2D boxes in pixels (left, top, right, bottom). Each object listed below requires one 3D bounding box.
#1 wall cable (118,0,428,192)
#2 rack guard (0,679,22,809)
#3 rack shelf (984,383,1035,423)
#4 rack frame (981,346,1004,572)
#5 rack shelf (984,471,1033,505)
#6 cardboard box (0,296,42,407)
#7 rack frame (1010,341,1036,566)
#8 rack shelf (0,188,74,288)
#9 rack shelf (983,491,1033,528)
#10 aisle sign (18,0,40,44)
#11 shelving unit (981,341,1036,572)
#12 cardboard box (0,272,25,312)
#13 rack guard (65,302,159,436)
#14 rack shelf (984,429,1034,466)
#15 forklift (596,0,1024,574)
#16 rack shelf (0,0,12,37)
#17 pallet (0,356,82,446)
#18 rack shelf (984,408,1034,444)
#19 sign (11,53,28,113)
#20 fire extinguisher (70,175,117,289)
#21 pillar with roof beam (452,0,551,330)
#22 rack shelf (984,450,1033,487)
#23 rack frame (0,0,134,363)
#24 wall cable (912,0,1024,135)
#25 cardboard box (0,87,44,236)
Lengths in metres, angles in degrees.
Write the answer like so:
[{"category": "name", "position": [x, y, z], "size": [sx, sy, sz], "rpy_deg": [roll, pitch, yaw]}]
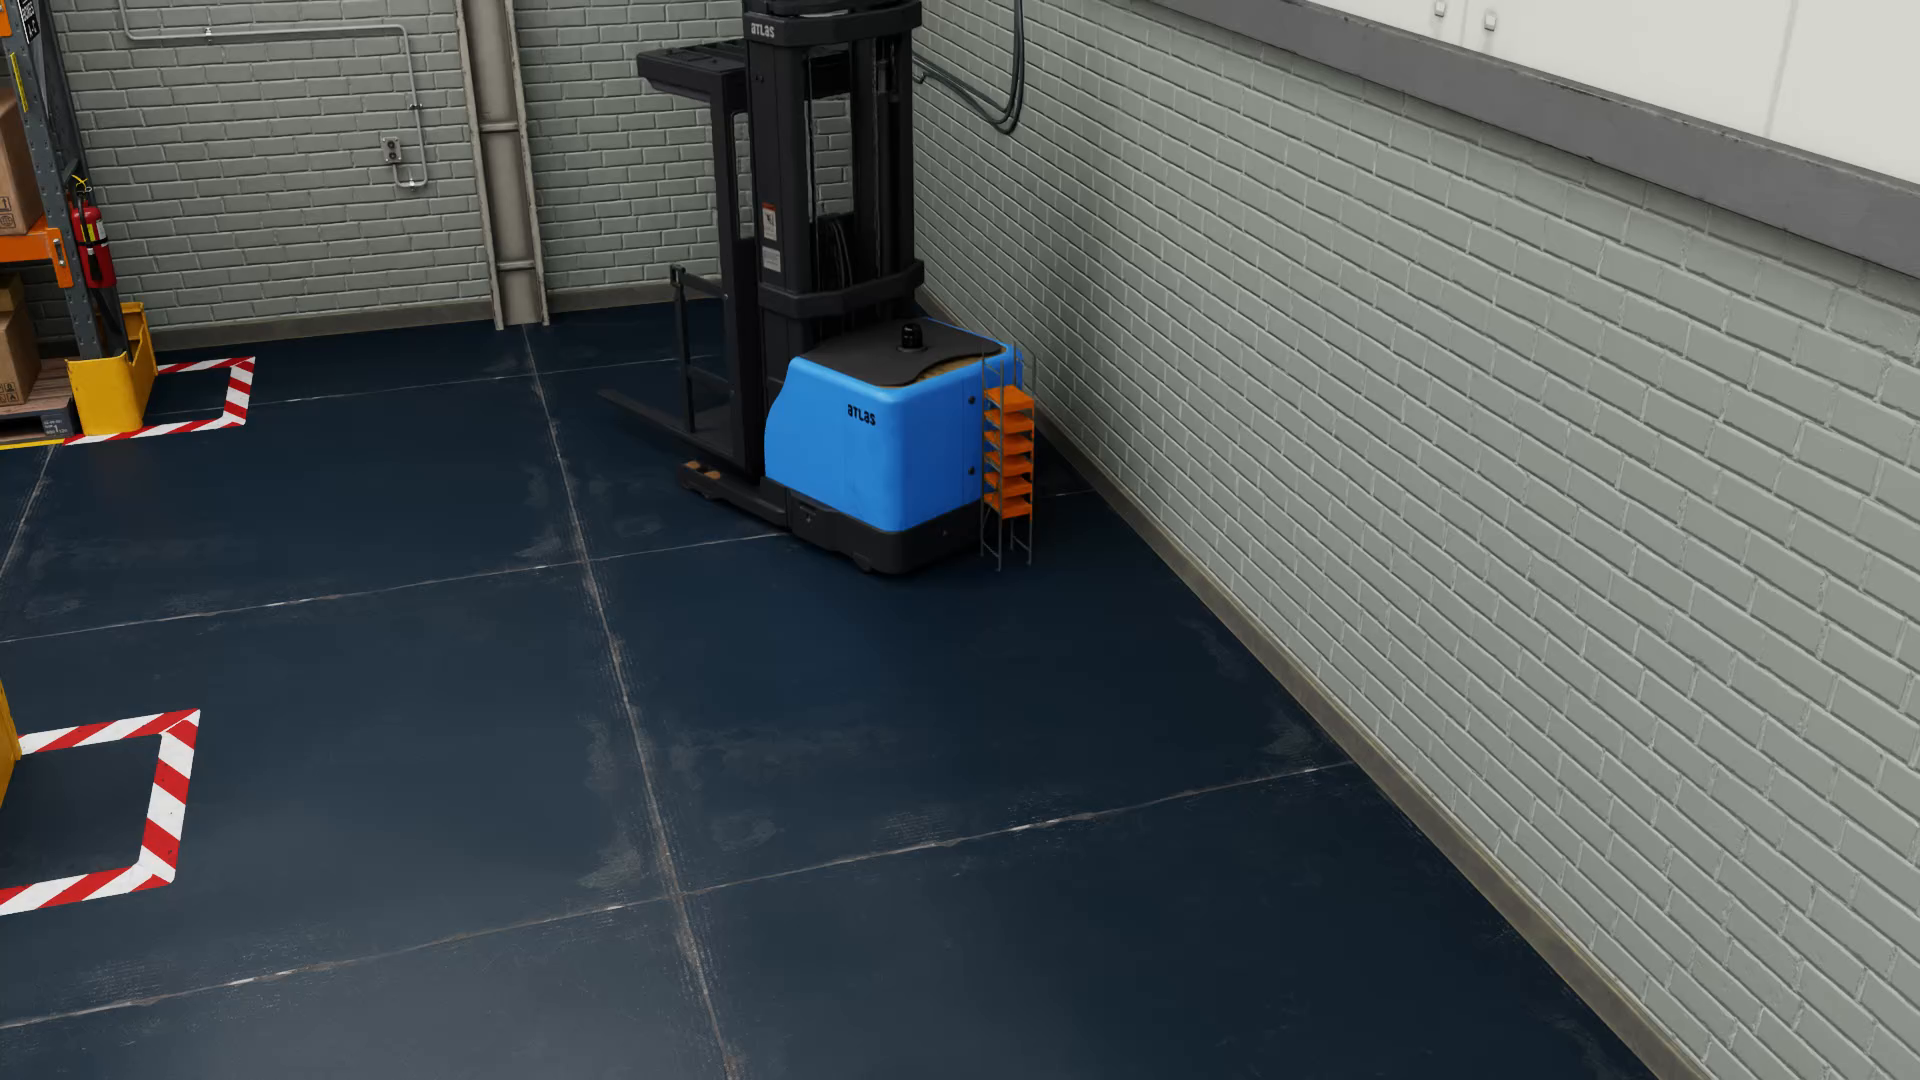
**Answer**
[{"category": "wall cable", "position": [-4.692, -3.295, 11.371], "size": [1.851, 1.984, 0.084], "rpy_deg": [-8, 28, -16]}, {"category": "rack guard", "position": [-4.151, 0.960, 6.753], "size": [0.348, 0.500, 1.175], "rpy_deg": [-8, 28, -16]}, {"category": "rack shelf", "position": [0.249, -0.712, 8.625], "size": [0.180, 0.103, 0.258], "rpy_deg": [-12, 29, -22]}, {"category": "rack frame", "position": [0.166, -0.412, 8.730], "size": [0.006, 1.200, 0.240], "rpy_deg": [-12, 29, -22]}, {"category": "rack shelf", "position": [0.249, -0.282, 8.839], "size": [0.180, 0.103, 0.258], "rpy_deg": [-12, 29, -22]}, {"category": "cardboard box", "position": [-6.251, -1.193, 10.619], "size": [0.500, 0.500, 0.700], "rpy_deg": [-8, 28, -16]}, {"category": "rack frame", "position": [0.332, -0.447, 8.800], "size": [0.006, 1.200, 0.240], "rpy_deg": [-12, 29, -22]}, {"category": "rack shelf", "position": [-7.518, -1.666, 10.041], "size": [4.000, 0.370, 1.077], "rpy_deg": [-8, 28, -16]}, {"category": "rack shelf", "position": [0.249, -0.175, 8.892], "size": [0.180, 0.103, 0.258], "rpy_deg": [-12, 29, -22]}, {"category": "aisle sign", "position": [-5.455, -3.311, 9.623], "size": [0.004, 0.787, 0.394], "rpy_deg": [-8, 28, -16]}, {"category": "shelving unit", "position": [0.249, -0.429, 8.765], "size": [0.189, 1.200, 0.258], "rpy_deg": [-12, 29, -22]}, {"category": "cardboard box", "position": [-6.195, -1.586, 10.680], "size": [0.250, 0.149, 0.380], "rpy_deg": [-8, 28, -16]}, {"category": "rack guard", "position": [-5.594, -1.147, 10.999], "size": [0.348, 0.500, 1.175], "rpy_deg": [-8, 28, -16]}, {"category": "rack shelf", "position": [0.249, -0.497, 8.732], "size": [0.180, 0.103, 0.258], "rpy_deg": [-12, 29, -22]}, {"category": "forklift", "position": [-1.037, -1.692, 9.363], "size": [1.130, 2.935, 3.031], "rpy_deg": [-24, 35, -39]}, {"category": "rack shelf", "position": [-7.518, -3.009, 9.374], "size": [4.000, 0.370, 1.077], "rpy_deg": [-8, 28, -16]}, {"category": "pallet", "position": [-6.353, -0.871, 10.768], "size": [1.213, 0.211, 1.003], "rpy_deg": [-8, 28, -16]}, {"category": "rack shelf", "position": [0.249, -0.604, 8.678], "size": [0.180, 0.103, 0.258], "rpy_deg": [-12, 29, -22]}, {"category": "sign", "position": [-5.462, -2.657, 9.660], "size": [0.005, 0.325, 0.100], "rpy_deg": [-8, 28, -16]}, {"category": "fire extinguisher", "position": [-5.330, -1.888, 10.185], "size": [0.183, 0.674, 0.296], "rpy_deg": [-8, 28, -16]}, {"category": "pillar with roof beam", "position": [-1.984, -3.868, 6.921], "size": [0.400, 9.000, 9.100], "rpy_deg": [-8, 28, -16]}, {"category": "rack shelf", "position": [0.249, -0.389, 8.785], "size": [0.180, 0.103, 0.258], "rpy_deg": [-12, 29, -22]}, {"category": "rack frame", "position": [-5.617, -2.264, 10.436], "size": [0.127, 3.000, 1.000], "rpy_deg": [-8, 28, -16]}, {"category": "wall cable", "position": [-0.128, -4.188, 11.057], "size": [0.112, 2.526, 3.097], "rpy_deg": [-8, 28, -16]}, {"category": "cardboard box", "position": [-6.099, -2.323, 10.219], "size": [0.700, 0.700, 0.980], "rpy_deg": [-7, 27, -14]}]
